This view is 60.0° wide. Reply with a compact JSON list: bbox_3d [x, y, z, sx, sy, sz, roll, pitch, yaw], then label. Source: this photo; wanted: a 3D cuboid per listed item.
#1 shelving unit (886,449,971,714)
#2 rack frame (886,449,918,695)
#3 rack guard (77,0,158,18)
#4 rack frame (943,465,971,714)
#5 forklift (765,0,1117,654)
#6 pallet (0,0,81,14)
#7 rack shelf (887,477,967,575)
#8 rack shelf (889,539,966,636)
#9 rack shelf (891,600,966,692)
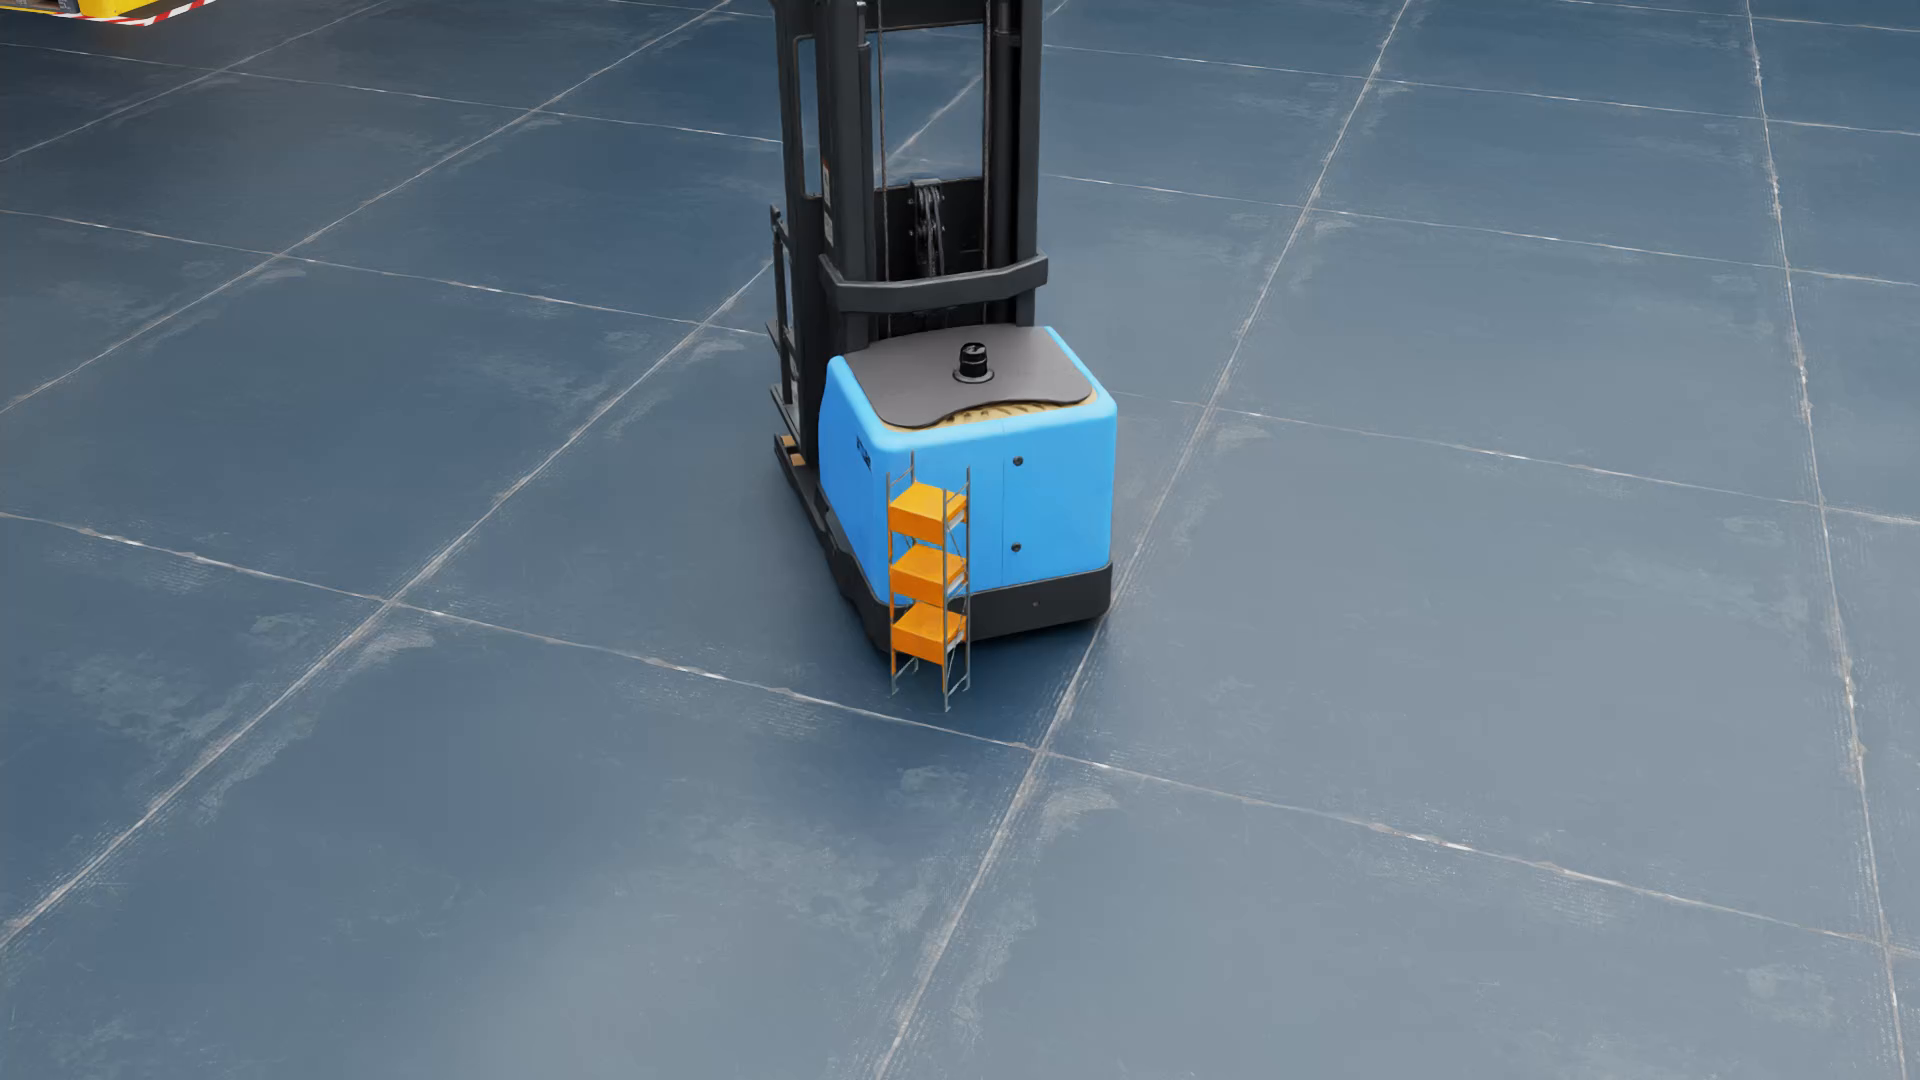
[{"bbox_3d":[-0.118,0.175,6.511,0.252,1.050,0.215,17,36,24],"label":"shelving unit"},{"bbox_3d":[-0.225,0.143,6.561,0.008,1.050,0.200,17,36,24],"label":"rack frame"},{"bbox_3d":[-7.681,-5.262,15.439,0.348,0.500,1.175,11,34,16],"label":"rack guard"},{"bbox_3d":[-0.012,0.207,6.461,0.008,1.050,0.200,17,36,24],"label":"rack frame"},{"bbox_3d":[-0.290,-1.551,7.449,1.130,2.935,3.031,-10,34,-15],"label":"forklift"},{"bbox_3d":[-8.482,-5.252,15.689,1.213,0.211,1.003,11,34,16],"label":"pallet"},{"bbox_3d":[-0.118,-0.054,6.363,0.240,0.259,0.215,17,36,24],"label":"rack shelf"},{"bbox_3d":[-0.118,0.184,6.517,0.240,0.259,0.215,17,36,24],"label":"rack shelf"},{"bbox_3d":[-0.118,0.417,6.667,0.240,0.259,0.215,17,36,24],"label":"rack shelf"}]
